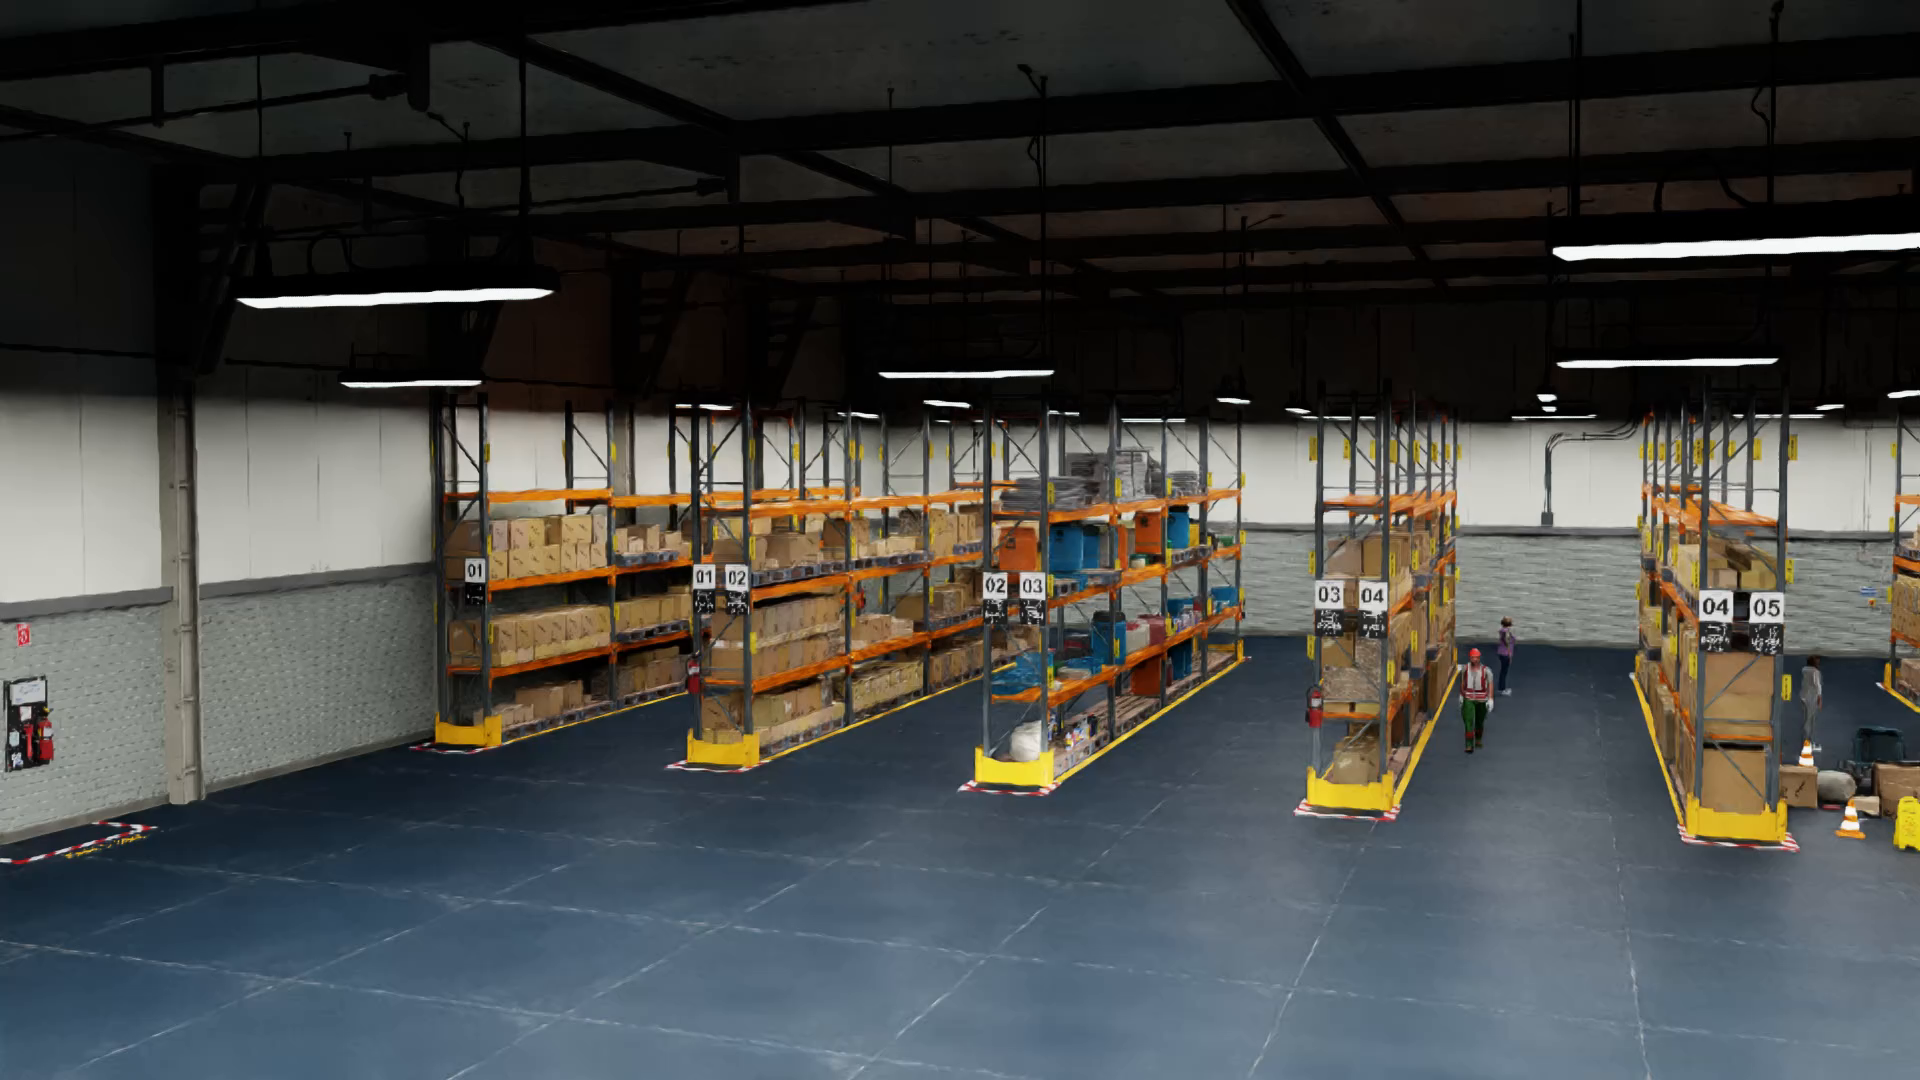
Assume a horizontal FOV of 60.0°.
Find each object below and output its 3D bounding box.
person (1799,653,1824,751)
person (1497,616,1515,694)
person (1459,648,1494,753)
[{"bbox_3d":[14.315,2.702,27.903,0.420,1.602,0.506,0,3,-5],"label":"person"},{"bbox_3d":[11.253,2.368,34.282,0.346,1.586,0.538,0,3,4],"label":"person"},{"bbox_3d":[8.606,2.657,27.740,0.567,1.734,1.044,1,3,19],"label":"person"}]
